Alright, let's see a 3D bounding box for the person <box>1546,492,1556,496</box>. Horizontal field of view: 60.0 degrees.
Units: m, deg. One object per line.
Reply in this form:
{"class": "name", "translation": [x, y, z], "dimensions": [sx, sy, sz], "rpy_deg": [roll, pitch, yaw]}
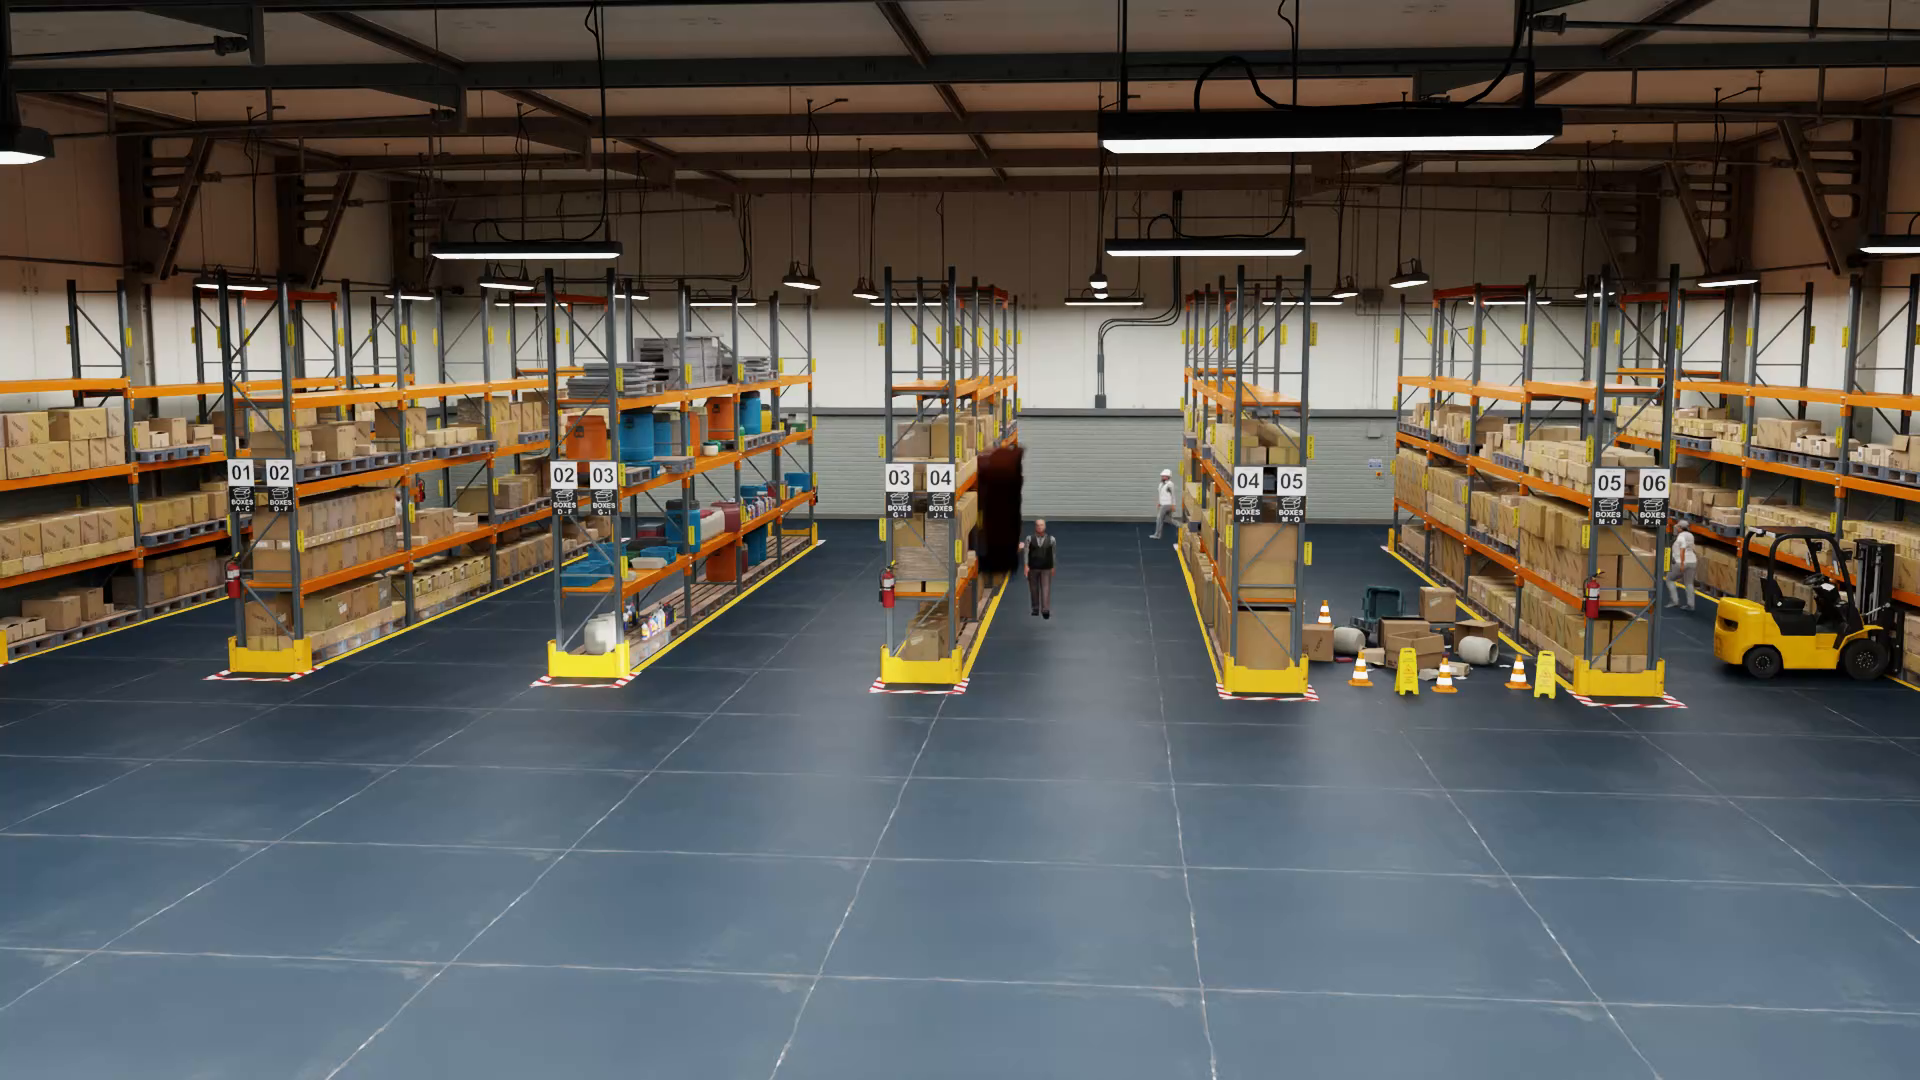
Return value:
{"class": "person", "translation": [14.259, -0.670, 39.897], "dimensions": [0.612, 1.630, 0.492], "rpy_deg": [1, 7, 4]}

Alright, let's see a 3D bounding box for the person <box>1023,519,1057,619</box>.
{"class": "person", "translation": [1.315, 0.493, 27.749], "dimensions": [0.551, 1.665, 1.040], "rpy_deg": [1, 7, 9]}

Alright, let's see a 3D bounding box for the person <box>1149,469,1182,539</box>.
{"class": "person", "translation": [5.188, -0.898, 41.446], "dimensions": [0.964, 1.742, 0.516], "rpy_deg": [0, 7, -1]}

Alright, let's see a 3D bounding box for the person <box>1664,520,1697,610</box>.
{"class": "person", "translation": [13.336, 0.473, 30.590], "dimensions": [0.506, 1.660, 0.567], "rpy_deg": [-2, 7, -15]}

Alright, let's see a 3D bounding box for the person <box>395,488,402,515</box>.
{"class": "person", "translation": [-12.624, -0.382, 37.573], "dimensions": [0.490, 1.627, 0.831], "rpy_deg": [0, 7, 2]}
